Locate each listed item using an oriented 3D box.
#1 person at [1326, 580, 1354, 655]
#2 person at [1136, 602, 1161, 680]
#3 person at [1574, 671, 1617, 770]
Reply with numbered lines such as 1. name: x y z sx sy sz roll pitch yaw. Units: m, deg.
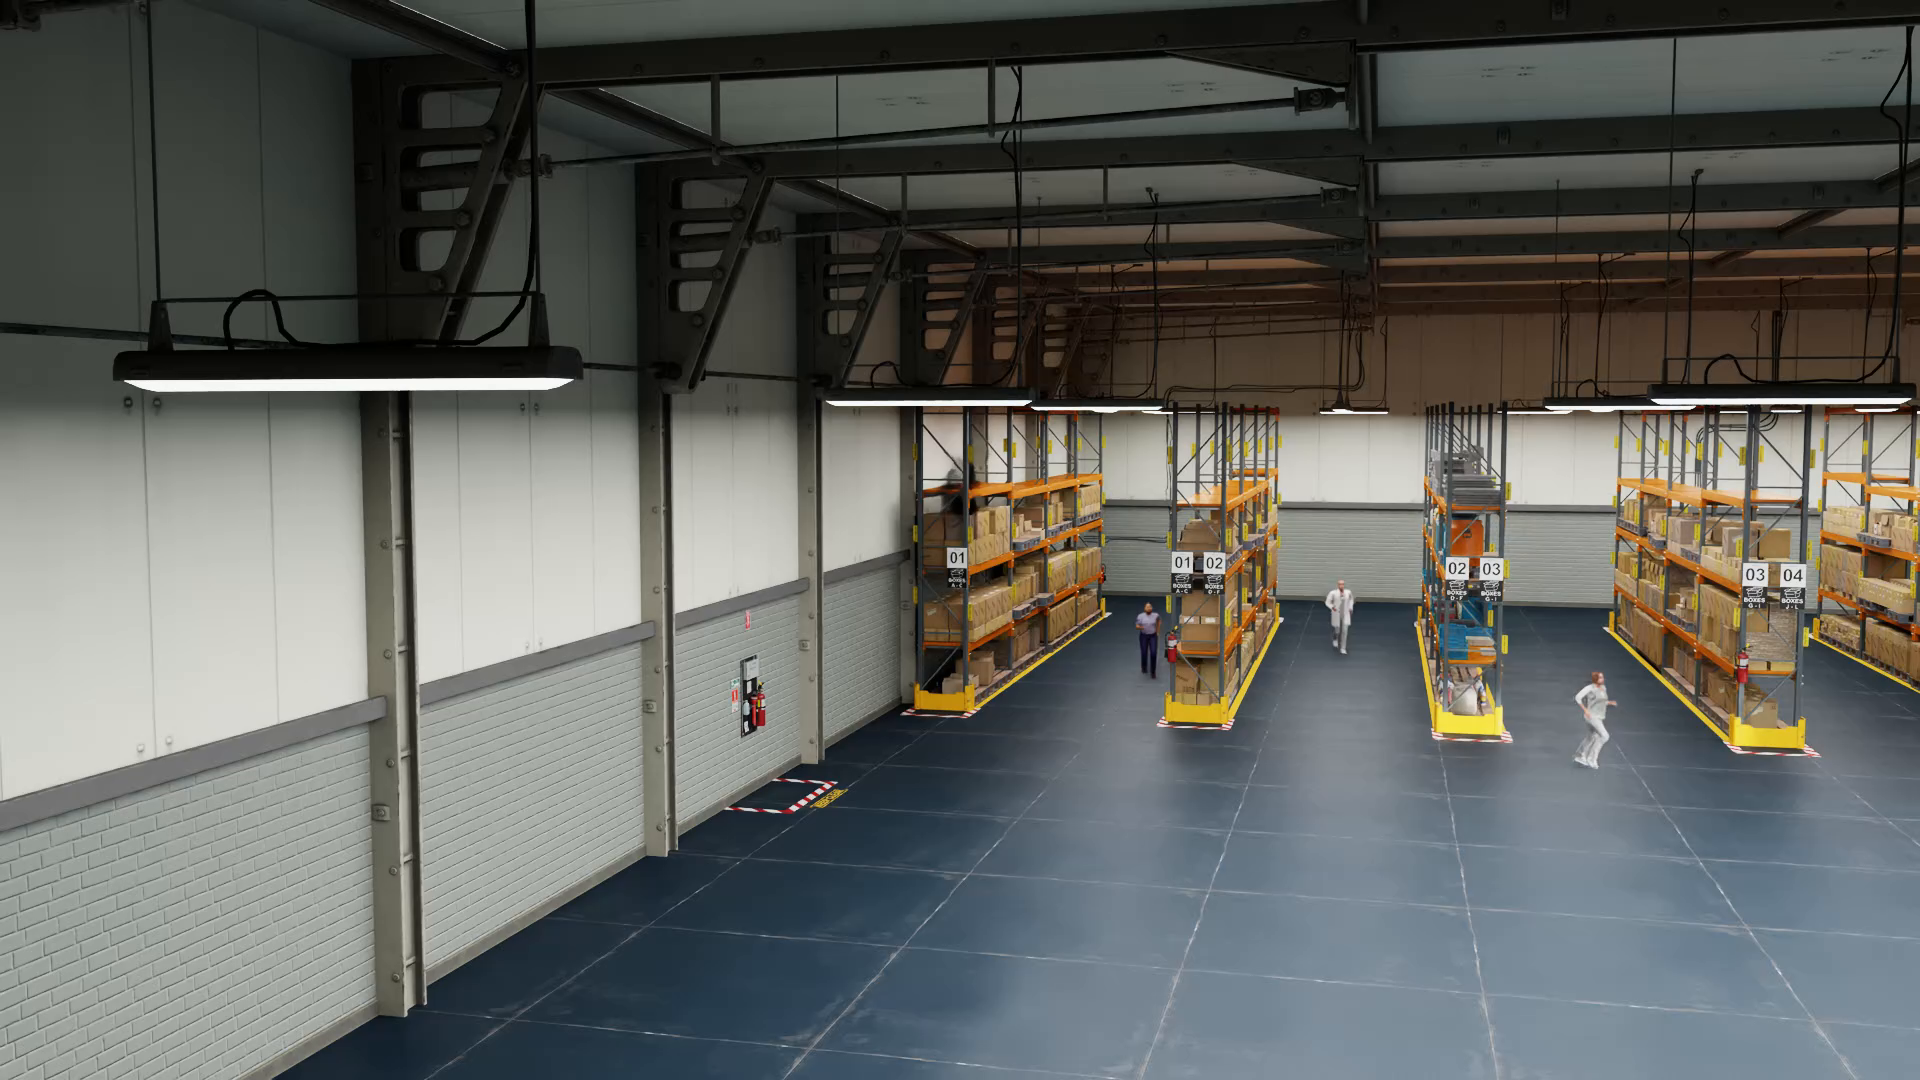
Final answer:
1. person: 9.249 1.951 40.440 0.709 1.573 1.018 0 4 2
2. person: 4.139 2.203 36.610 0.550 1.698 0.821 1 4 7
3. person: 10.370 2.940 27.120 0.507 1.606 0.679 -4 6 -41
